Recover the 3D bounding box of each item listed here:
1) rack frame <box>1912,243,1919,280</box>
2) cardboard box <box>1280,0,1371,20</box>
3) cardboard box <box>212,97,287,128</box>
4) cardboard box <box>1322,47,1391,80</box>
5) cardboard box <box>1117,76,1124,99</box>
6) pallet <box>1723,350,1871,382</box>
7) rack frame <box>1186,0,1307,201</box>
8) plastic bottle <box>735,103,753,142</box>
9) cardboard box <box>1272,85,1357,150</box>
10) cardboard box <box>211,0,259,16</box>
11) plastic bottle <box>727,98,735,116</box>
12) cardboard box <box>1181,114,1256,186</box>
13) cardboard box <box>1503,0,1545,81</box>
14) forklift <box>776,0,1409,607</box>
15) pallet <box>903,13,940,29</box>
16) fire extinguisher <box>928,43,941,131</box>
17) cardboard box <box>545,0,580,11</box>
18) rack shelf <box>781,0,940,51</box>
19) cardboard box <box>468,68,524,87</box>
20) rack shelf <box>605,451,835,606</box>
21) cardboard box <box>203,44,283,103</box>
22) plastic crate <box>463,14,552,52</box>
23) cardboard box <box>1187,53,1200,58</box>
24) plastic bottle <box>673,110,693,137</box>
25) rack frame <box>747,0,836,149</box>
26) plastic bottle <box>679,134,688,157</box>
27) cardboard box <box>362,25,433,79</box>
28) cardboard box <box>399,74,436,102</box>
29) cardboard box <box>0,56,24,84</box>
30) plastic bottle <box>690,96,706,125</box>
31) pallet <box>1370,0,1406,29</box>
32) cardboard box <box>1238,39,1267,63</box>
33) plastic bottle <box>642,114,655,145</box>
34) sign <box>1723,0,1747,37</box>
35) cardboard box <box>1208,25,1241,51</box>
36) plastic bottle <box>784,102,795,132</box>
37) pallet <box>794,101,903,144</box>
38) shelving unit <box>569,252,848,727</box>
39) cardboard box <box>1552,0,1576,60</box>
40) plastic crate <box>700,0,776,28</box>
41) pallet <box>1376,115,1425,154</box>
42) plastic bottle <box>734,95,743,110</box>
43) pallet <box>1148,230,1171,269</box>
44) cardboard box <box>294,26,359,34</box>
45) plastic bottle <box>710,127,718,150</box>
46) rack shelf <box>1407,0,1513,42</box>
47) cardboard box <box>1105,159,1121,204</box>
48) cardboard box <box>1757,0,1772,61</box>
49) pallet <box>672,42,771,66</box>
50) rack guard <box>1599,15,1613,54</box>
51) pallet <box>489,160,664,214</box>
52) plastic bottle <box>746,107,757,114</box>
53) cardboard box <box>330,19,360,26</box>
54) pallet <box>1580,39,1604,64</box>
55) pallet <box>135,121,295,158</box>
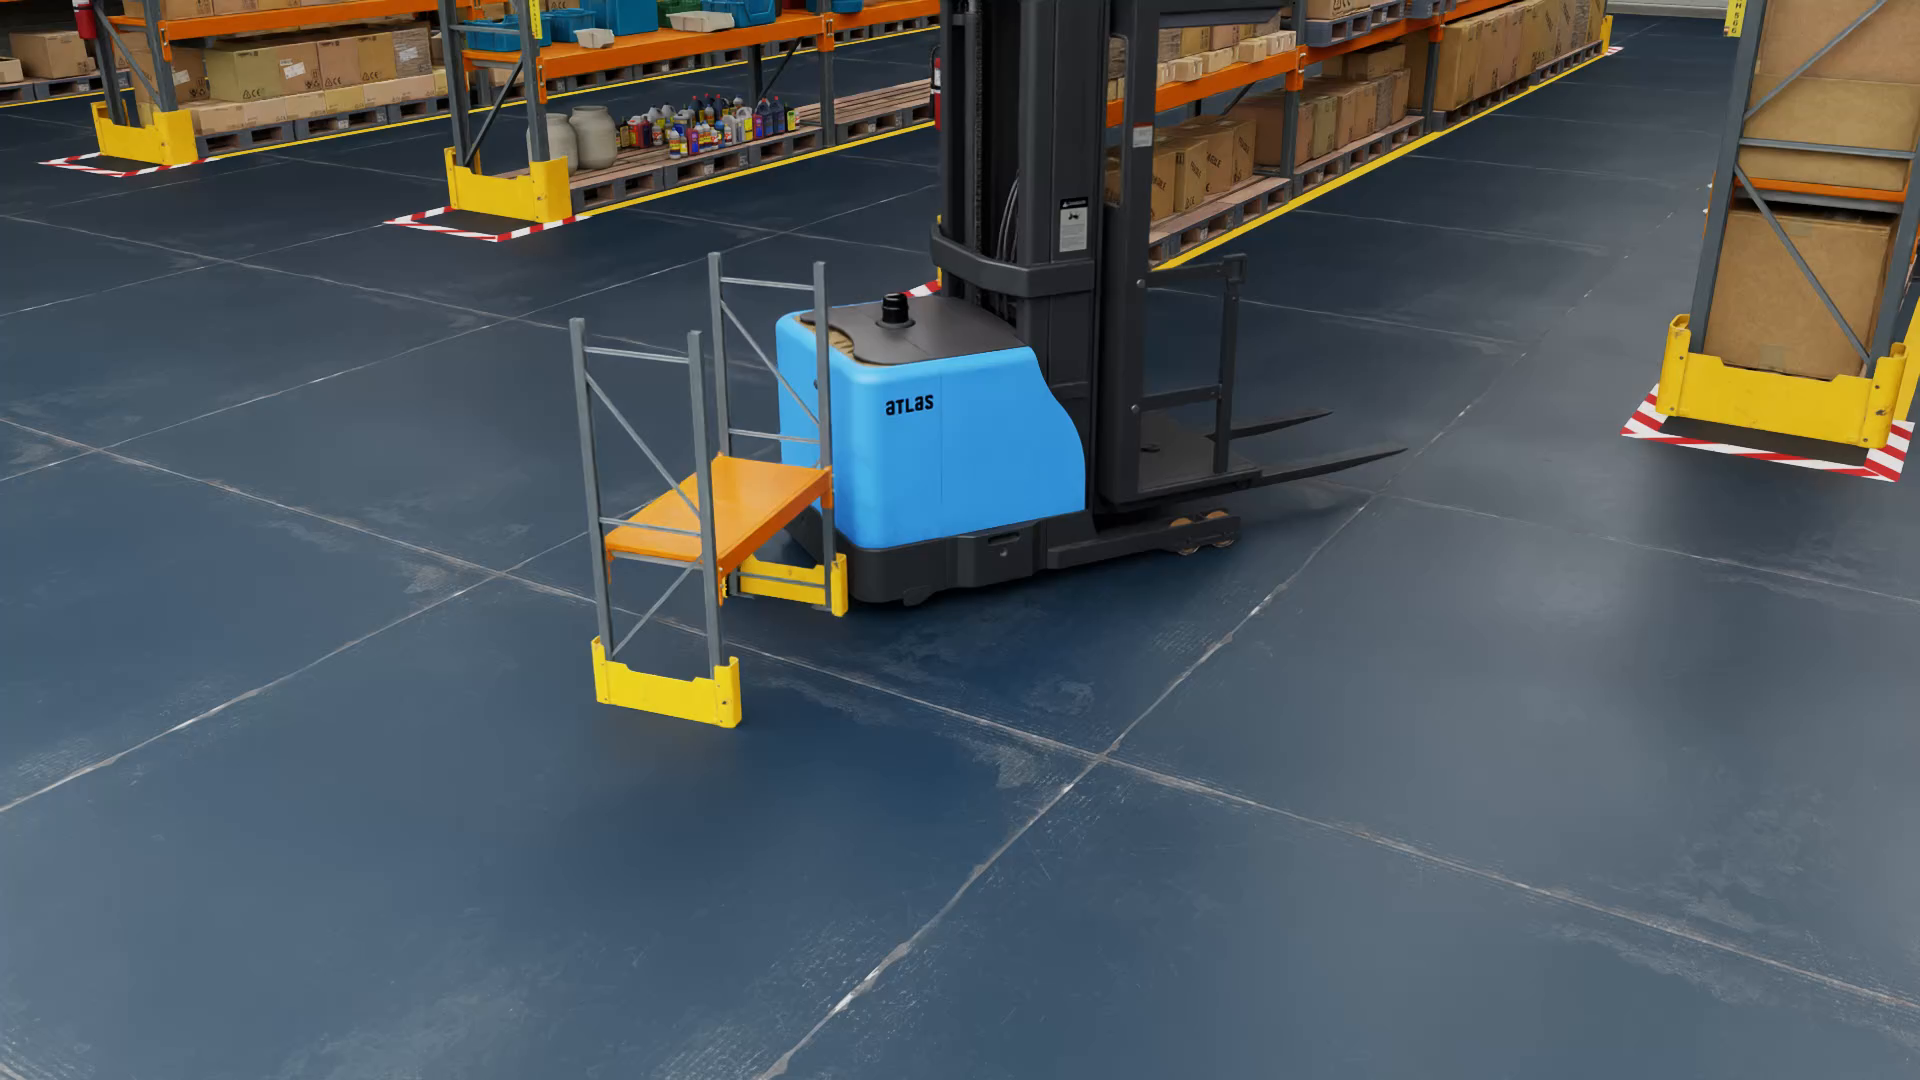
[{"bbox_3d":[6.633,-3.391,11.808,1.000,3.000,0.127,14,27,29],"label":"rack frame"},{"bbox_3d":[3.010,-5.171,14.636,1.000,1.000,1.000,14,27,29],"label":"cardboard box"},{"bbox_3d":[-7.319,-4.427,17.132,0.500,0.250,0.500,14,27,29],"label":"cardboard box"},{"bbox_3d":[3.983,-4.800,16.711,0.500,0.250,0.500,17,29,35],"label":"cardboard box"},{"bbox_3d":[1.008,-3.207,11.699,0.380,0.149,0.250,14,27,29],"label":"cardboard box"},{"bbox_3d":[4.878,-1.048,9.904,1.003,0.211,1.213,14,27,29],"label":"pallet"},{"bbox_3d":[2.472,-4.465,14.287,1.000,3.000,0.127,14,27,29],"label":"rack frame"},{"bbox_3d":[-2.102,-4.037,16.081,0.144,0.351,0.185,14,27,29],"label":"plastic bottle"},{"bbox_3d":[3.377,-4.068,15.964,0.700,0.500,0.500,11,26,24],"label":"cardboard box"},{"bbox_3d":[-7.522,-5.571,16.717,0.700,0.500,0.500,15,27,30],"label":"cardboard box"},{"bbox_3d":[-2.333,-4.305,16.785,0.061,0.283,0.133,14,27,29],"label":"plastic bottle"},{"bbox_3d":[2.227,-3.384,14.408,0.500,0.500,0.500,13,27,27],"label":"cardboard box"},{"bbox_3d":[6.372,-6.162,20.355,1.225,0.875,0.875,14,27,29],"label":"cardboard box"},{"bbox_3d":[0.726,-1.453,7.416,3.031,2.935,1.130,-11,26,-24],"label":"forklift"},{"bbox_3d":[-0.716,-8.607,27.367,1.003,0.211,1.213,14,27,29],"label":"pallet"},{"bbox_3d":[-0.090,-3.137,11.318,0.296,0.674,0.183,14,27,29],"label":"fire extinguisher"},{"bbox_3d":[-6.631,-8.938,26.797,0.750,0.750,0.750,15,27,31],"label":"cardboard box"},{"bbox_3d":[-0.681,-5.847,18.387,1.077,0.370,4.000,14,27,29],"label":"rack shelf"},{"bbox_3d":[-5.519,-5.557,19.743,0.500,0.250,0.500,13,27,28],"label":"cardboard box"},{"bbox_3d":[-0.933,-0.066,6.467,0.538,0.185,1.000,8,25,18],"label":"rack shelf"},{"bbox_3d":[-7.318,-4.770,16.982,0.500,0.500,0.500,14,27,29],"label":"cardboard box"},{"bbox_3d":[-3.836,-4.316,14.131,0.499,0.251,0.616,14,27,29],"label":"plastic crate"},{"bbox_3d":[1.608,-3.644,12.707,0.380,0.149,0.250,14,27,29],"label":"cardboard box"},{"bbox_3d":[-2.699,-4.039,16.180,0.152,0.276,0.135,14,27,29],"label":"plastic bottle"},{"bbox_3d":[-1.736,-5.503,16.685,1.000,3.000,0.127,14,27,29],"label":"rack frame"},{"bbox_3d":[-2.570,-3.652,15.378,0.097,0.201,0.097,0,23,0],"label":"plastic bottle"},{"bbox_3d":[-6.274,-5.448,18.548,0.500,0.500,0.500,14,27,29],"label":"cardboard box"},{"bbox_3d":[-6.273,-5.104,18.696,0.500,0.250,0.500,14,27,29],"label":"cardboard box"},{"bbox_3d":[-11.520,-5.604,19.749,0.500,0.311,0.500,16,28,33],"label":"cardboard box"},{"bbox_3d":[-2.614,-4.240,16.548,0.144,0.351,0.185,13,26,27],"label":"plastic bottle"},{"bbox_3d":[3.573,-5.050,15.881,1.003,0.211,1.213,14,27,29],"label":"pallet"},{"bbox_3d":[2.248,-3.953,13.422,0.380,0.149,0.250,14,27,29],"label":"cardboard box"},{"bbox_3d":[-3.020,-3.942,15.956,0.152,0.276,0.135,13,27,28],"label":"plastic bottle"},{"bbox_3d":[4.069,-2.800,8.685,0.100,0.325,0.005,14,27,29],"label":"sign"},{"bbox_3d":[1.710,-4.157,13.076,0.875,0.500,0.500,14,27,29],"label":"cardboard box"},{"bbox_3d":[-1.709,-4.226,16.603,0.061,0.283,0.133,15,28,32],"label":"plastic bottle"},{"bbox_3d":[-1.354,-4.496,17.870,1.003,0.211,1.213,14,27,29],"label":"pallet"},{"bbox_3d":[-0.930,-0.235,6.404,0.587,1.500,1.083,8,25,18],"label":"shelving unit"},{"bbox_3d":[7.583,-6.892,22.041,0.875,0.875,0.875,14,27,29],"label":"cardboard box"},{"bbox_3d":[-2.089,-5.004,15.720,0.499,0.251,0.616,14,27,29],"label":"plastic crate"},{"bbox_3d":[4.169,-4.272,17.351,1.003,0.211,1.213,14,27,29],"label":"pallet"},{"bbox_3d":[-2.276,-4.437,17.103,0.097,0.271,0.097,0,23,0],"label":"plastic bottle"},{"bbox_3d":[0.861,-2.127,12.398,1.003,0.211,1.213,14,27,29],"label":"pallet"},{"bbox_3d":[-6.980,-5.388,18.410,0.500,0.500,0.500,14,27,29],"label":"cardboard box"},{"bbox_3d":[-2.339,-3.800,15.720,0.097,0.201,0.097,0,23,0],"label":"plastic bottle"},{"bbox_3d":[5.637,-6.160,19.108,1.077,0.370,4.000,14,27,29],"label":"rack shelf"},{"bbox_3d":[0.992,-2.576,12.543,0.500,0.500,0.500,-20,31,-39],"label":"cardboard box"},{"bbox_3d":[4.963,-2.928,9.189,0.875,0.550,0.550,14,27,29],"label":"cardboard box"},{"bbox_3d":[-3.406,-6.856,23.322,1.003,0.211,1.213,14,27,29],"label":"pallet"},{"bbox_3d":[8.815,-7.376,24.158,1.175,0.500,0.348,14,27,29],"label":"rack guard"},{"bbox_3d":[-3.412,-3.181,14.833,1.003,0.211,1.213,14,27,29],"label":"pallet"},{"bbox_3d":[-2.071,-4.135,16.400,0.152,0.276,0.135,14,27,29],"label":"plastic bottle"},{"bbox_3d":[-8.986,-7.406,23.676,0.700,0.500,0.500,14,27,29],"label":"cardboard box"},{"bbox_3d":[8.447,-6.949,23.536,1.003,0.211,1.213,14,27,29],"label":"pallet"},{"bbox_3d":[-7.684,-4.179,17.138,1.003,0.211,1.213,14,27,29],"label":"pallet"}]
